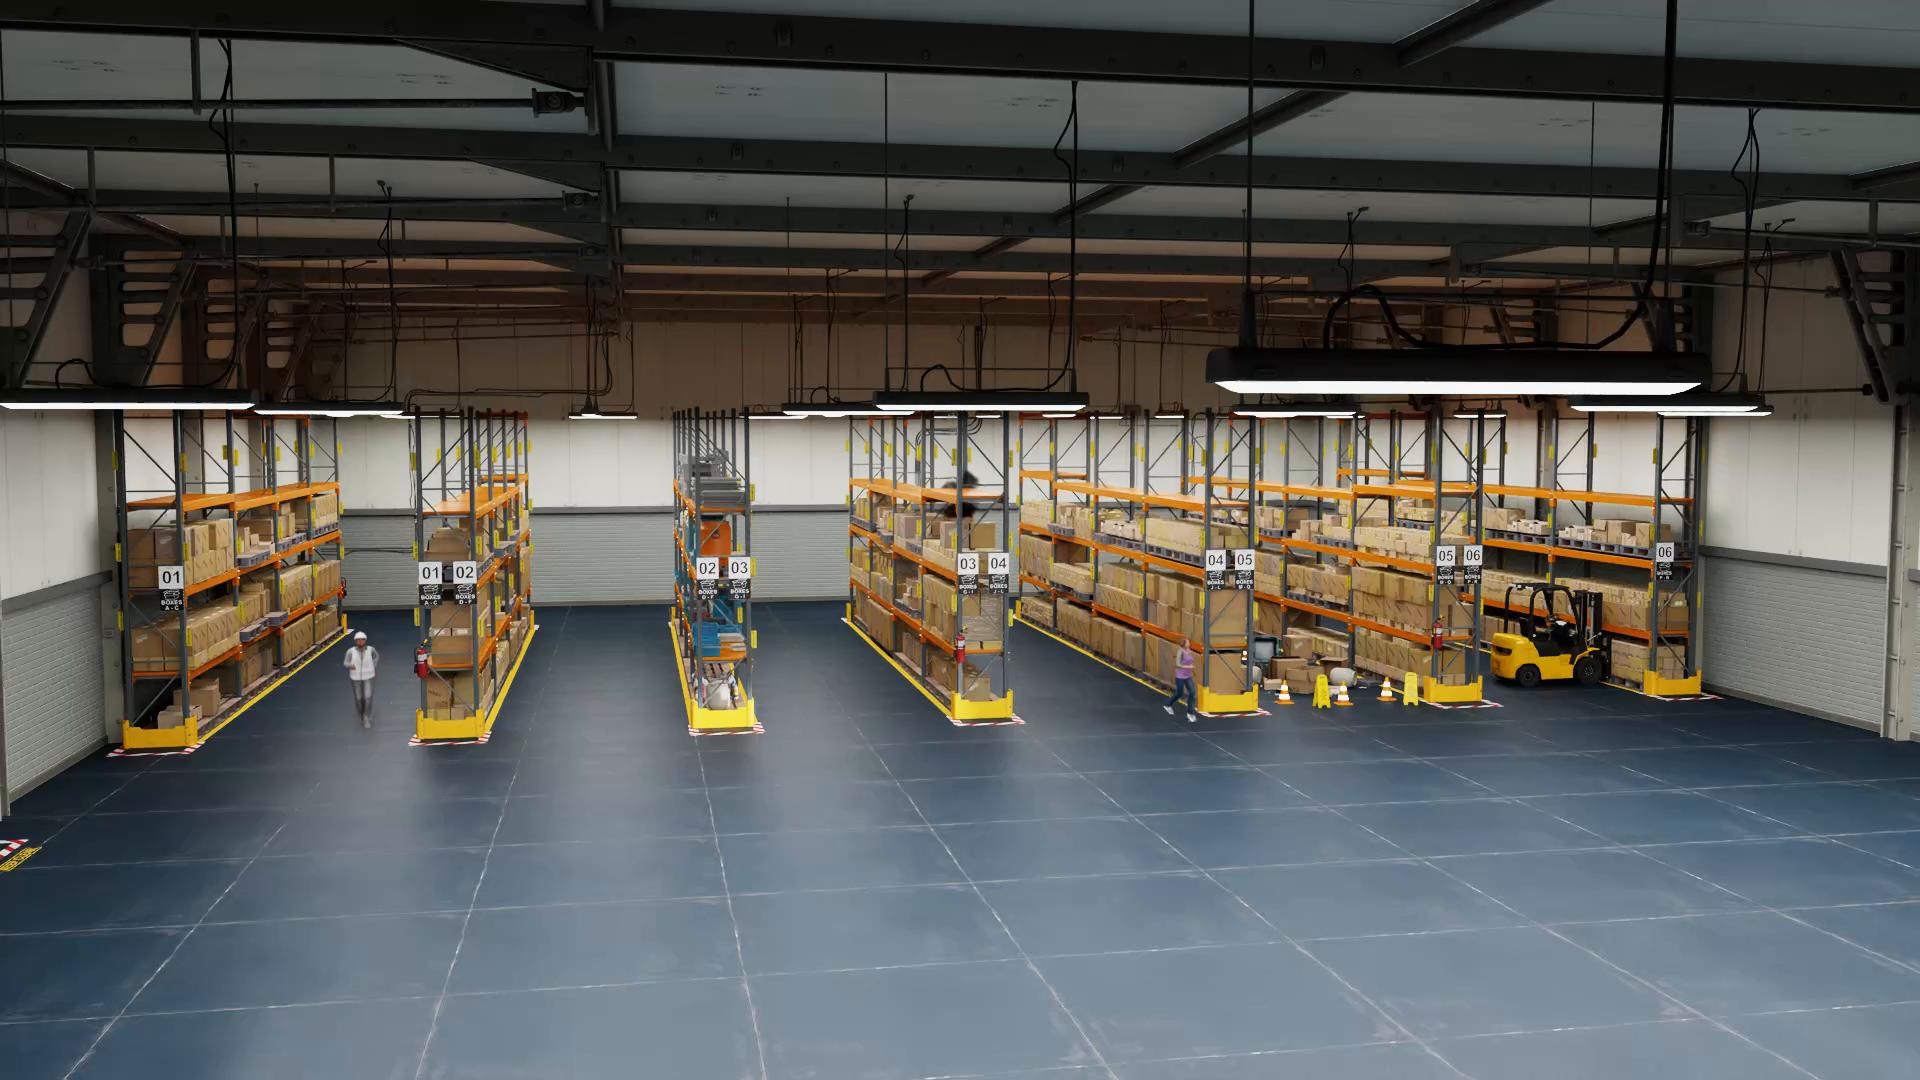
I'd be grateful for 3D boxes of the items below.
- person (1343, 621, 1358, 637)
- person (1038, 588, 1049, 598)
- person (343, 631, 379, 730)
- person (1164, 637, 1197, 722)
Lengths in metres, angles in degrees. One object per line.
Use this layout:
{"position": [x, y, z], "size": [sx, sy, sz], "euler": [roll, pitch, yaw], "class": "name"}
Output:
{"position": [10.129, 1.810, 42.801], "size": [0.704, 1.734, 0.724], "euler": [-1, 4, -14], "class": "person"}
{"position": [2.577, 1.395, 49.732], "size": [0.717, 1.632, 0.588], "euler": [1, 4, 16], "class": "person"}
{"position": [-11.249, 2.607, 31.252], "size": [0.610, 1.805, 0.889], "euler": [-1, 4, -14], "class": "person"}
{"position": [4.243, 2.672, 31.931], "size": [0.789, 1.655, 0.562], "euler": [4, 6, 42], "class": "person"}
